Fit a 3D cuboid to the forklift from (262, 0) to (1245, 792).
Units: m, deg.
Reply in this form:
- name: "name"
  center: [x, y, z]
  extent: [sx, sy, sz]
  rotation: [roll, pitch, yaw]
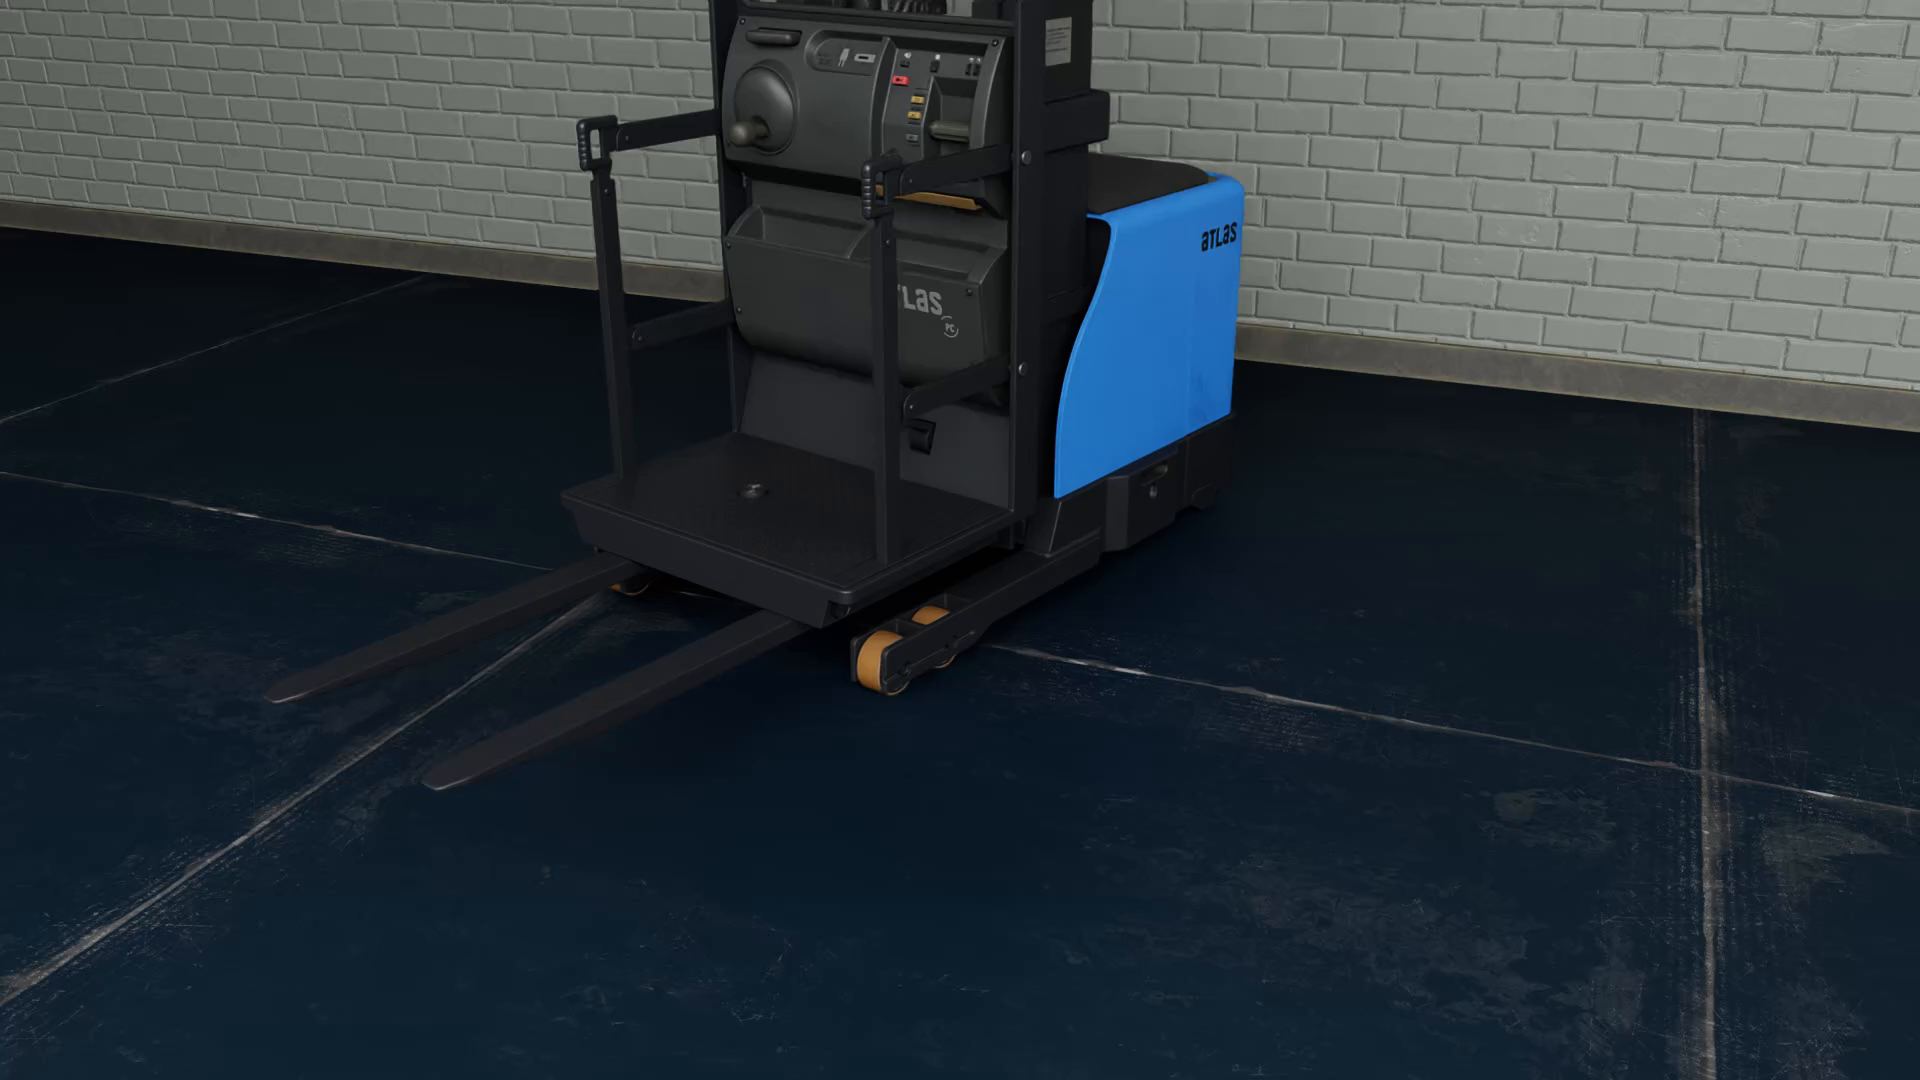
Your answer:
- name: "forklift"
  center: [-0.403, -1.167, 4.241]
  extent: [1.130, 2.935, 3.031]
  rotation: [17, 28, 35]
